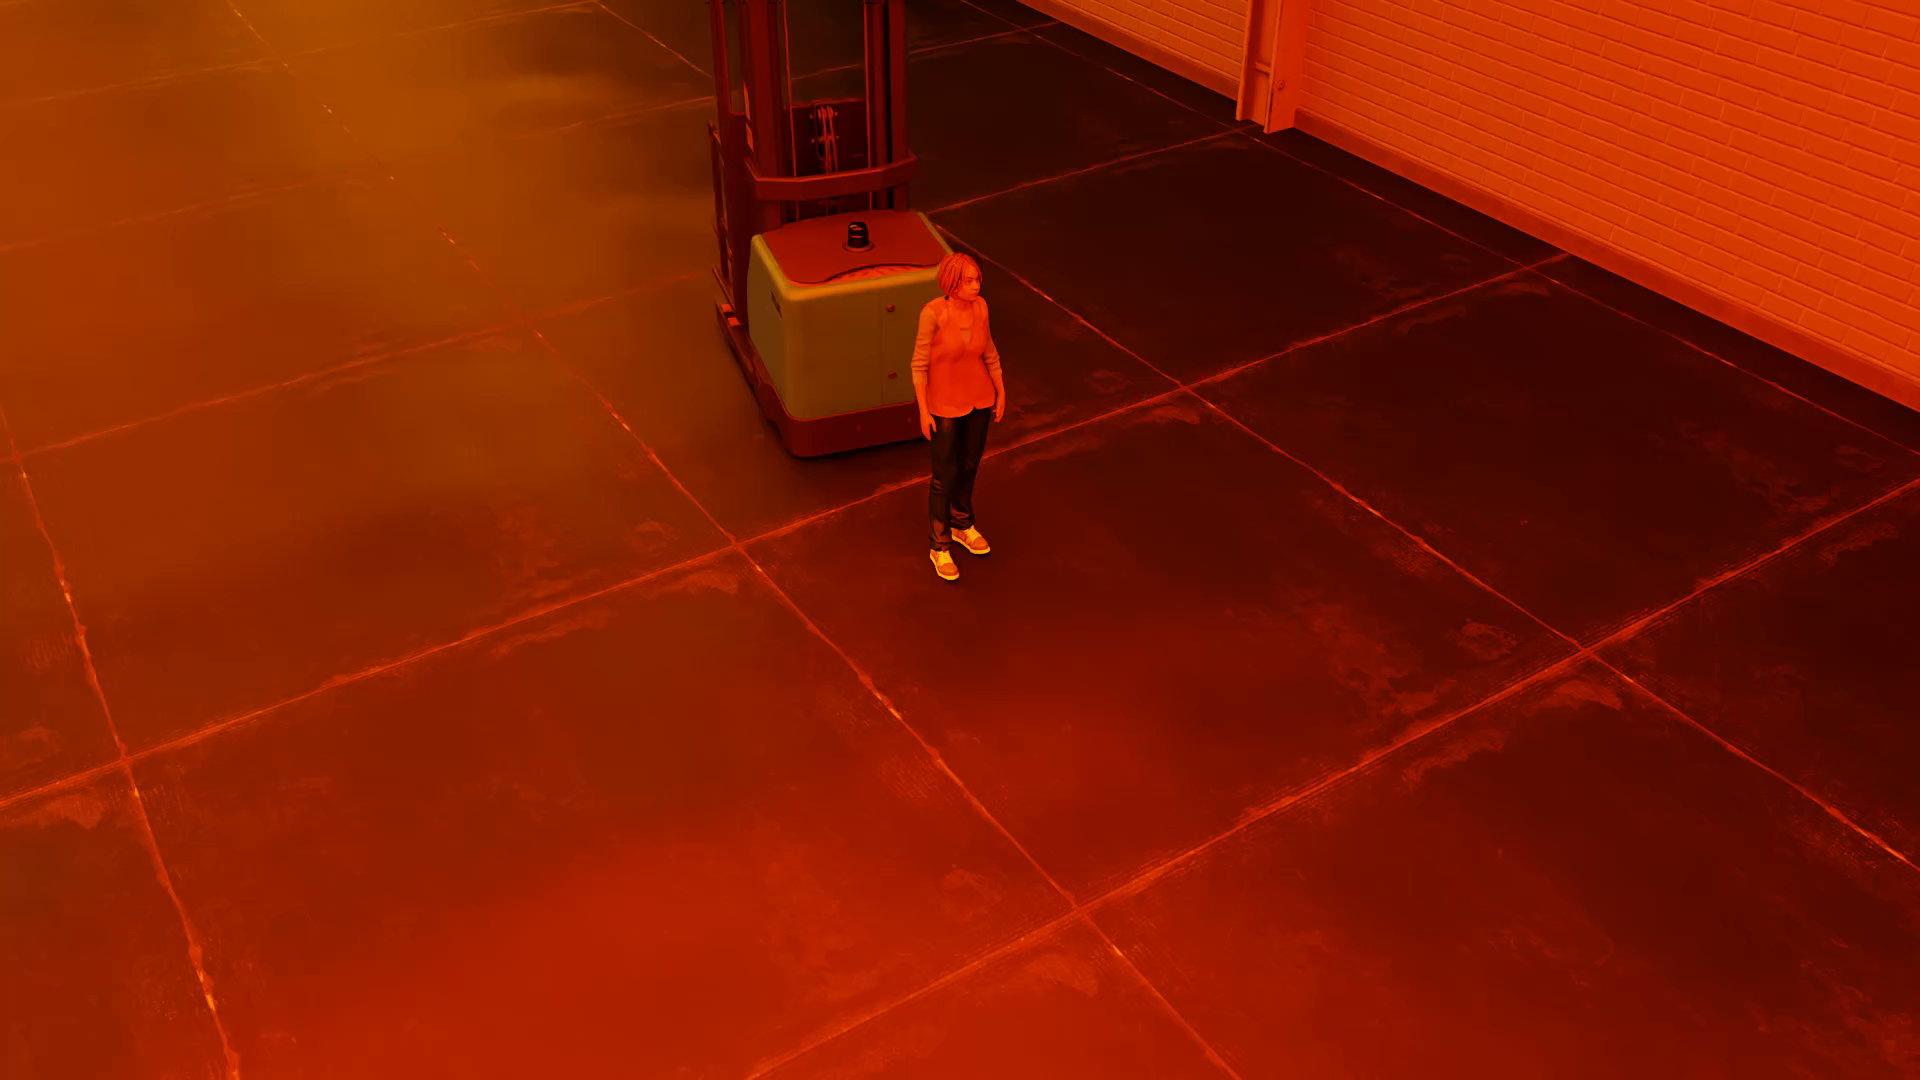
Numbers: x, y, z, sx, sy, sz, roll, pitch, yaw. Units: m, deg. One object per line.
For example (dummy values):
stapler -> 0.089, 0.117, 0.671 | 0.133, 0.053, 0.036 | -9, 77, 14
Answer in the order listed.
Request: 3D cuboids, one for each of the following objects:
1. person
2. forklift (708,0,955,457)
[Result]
person -> 0.028, -0.620, 8.177 | 0.520, 1.597, 0.476 | -21, 40, -27
forklift -> -0.915, -2.502, 9.708 | 1.130, 2.935, 3.031 | -11, 37, -15
